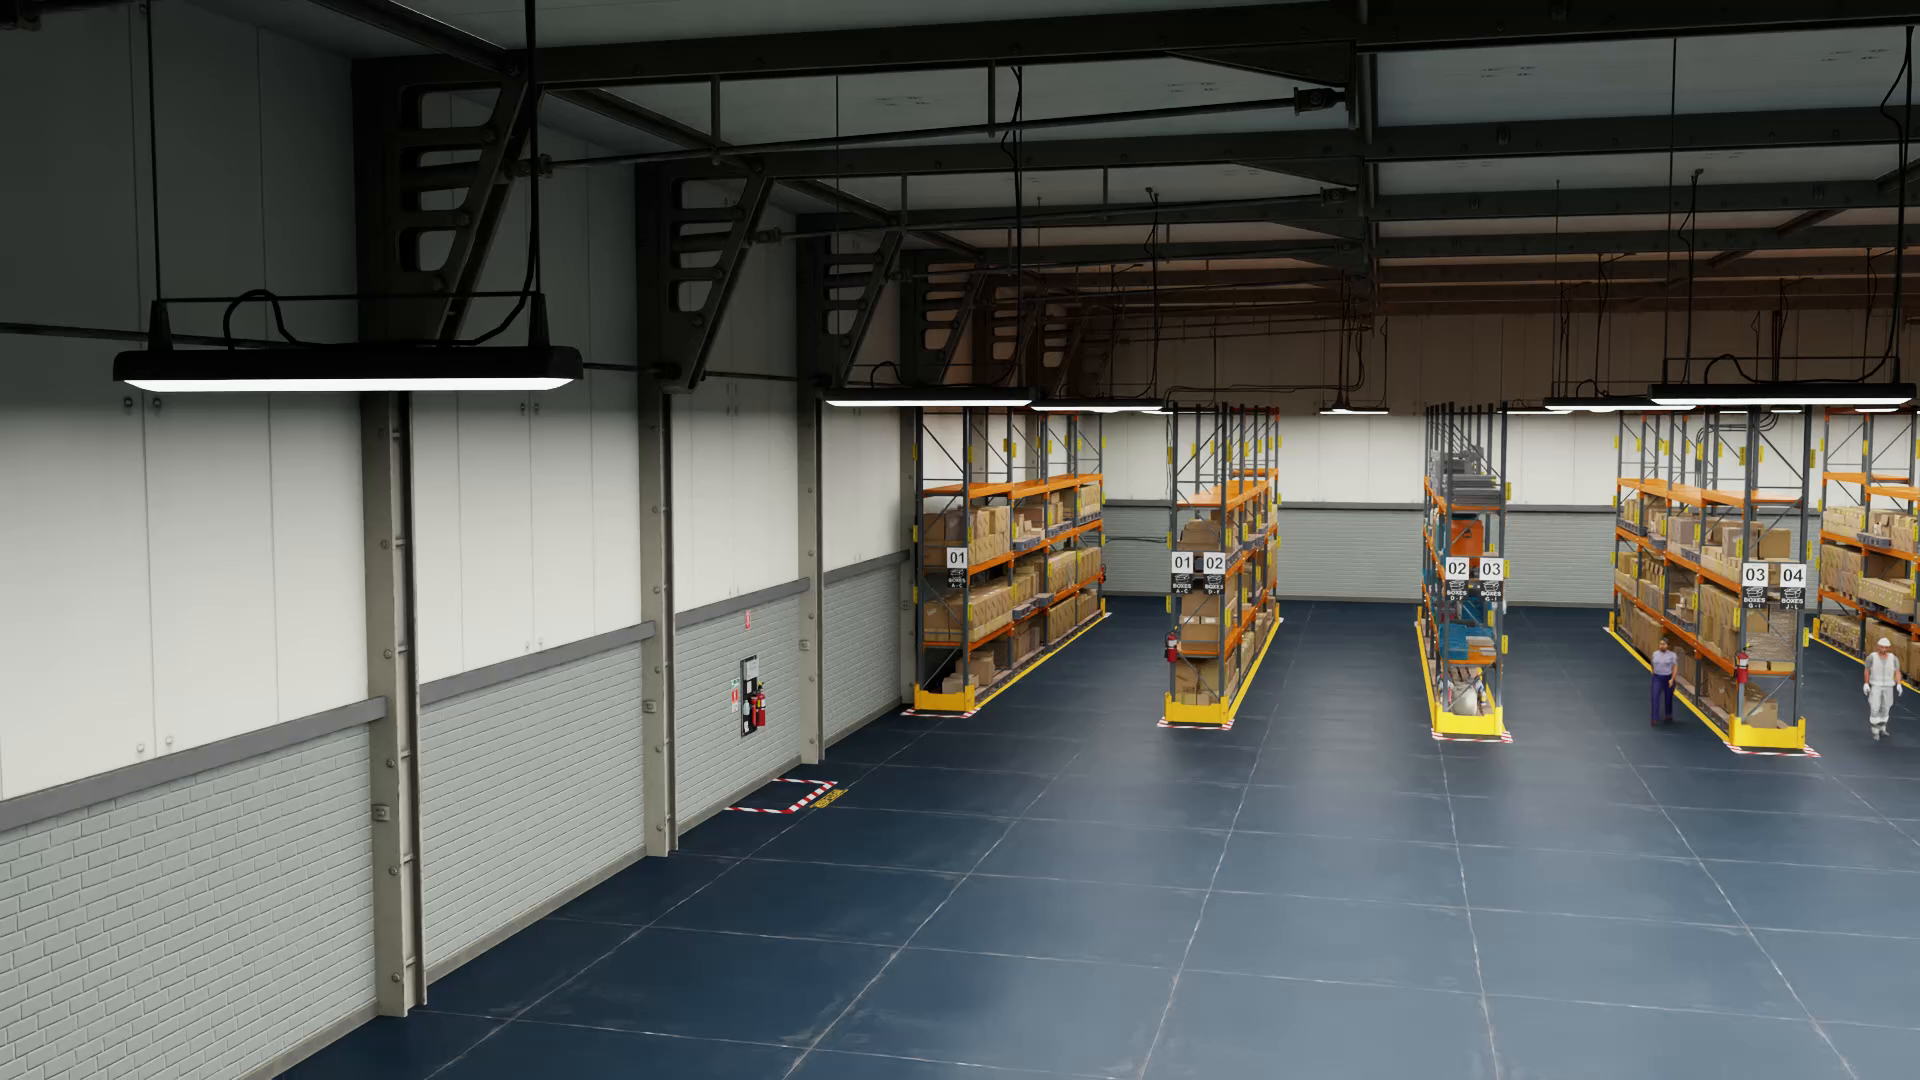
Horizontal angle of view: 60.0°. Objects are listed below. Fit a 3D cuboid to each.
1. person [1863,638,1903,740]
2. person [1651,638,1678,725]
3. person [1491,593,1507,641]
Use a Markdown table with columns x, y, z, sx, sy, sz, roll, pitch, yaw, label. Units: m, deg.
| x | y | z | sx | sy | sz | roll | pitch | yaw | label |
| --- | --- | --- | --- | --- | --- | --- | --- | --- | --- |
| 16.460 | 2.654 | 29.661 | 0.583 | 1.830 | 0.566 | 1 | 4 | 18 | person |
| 13.136 | 2.624 | 31.012 | 0.463 | 1.588 | 0.992 | 2 | 5 | 28 | person |
| 13.742 | 1.738 | 42.687 | 0.455 | 1.614 | 1.081 | -1 | 4 | -12 | person |
